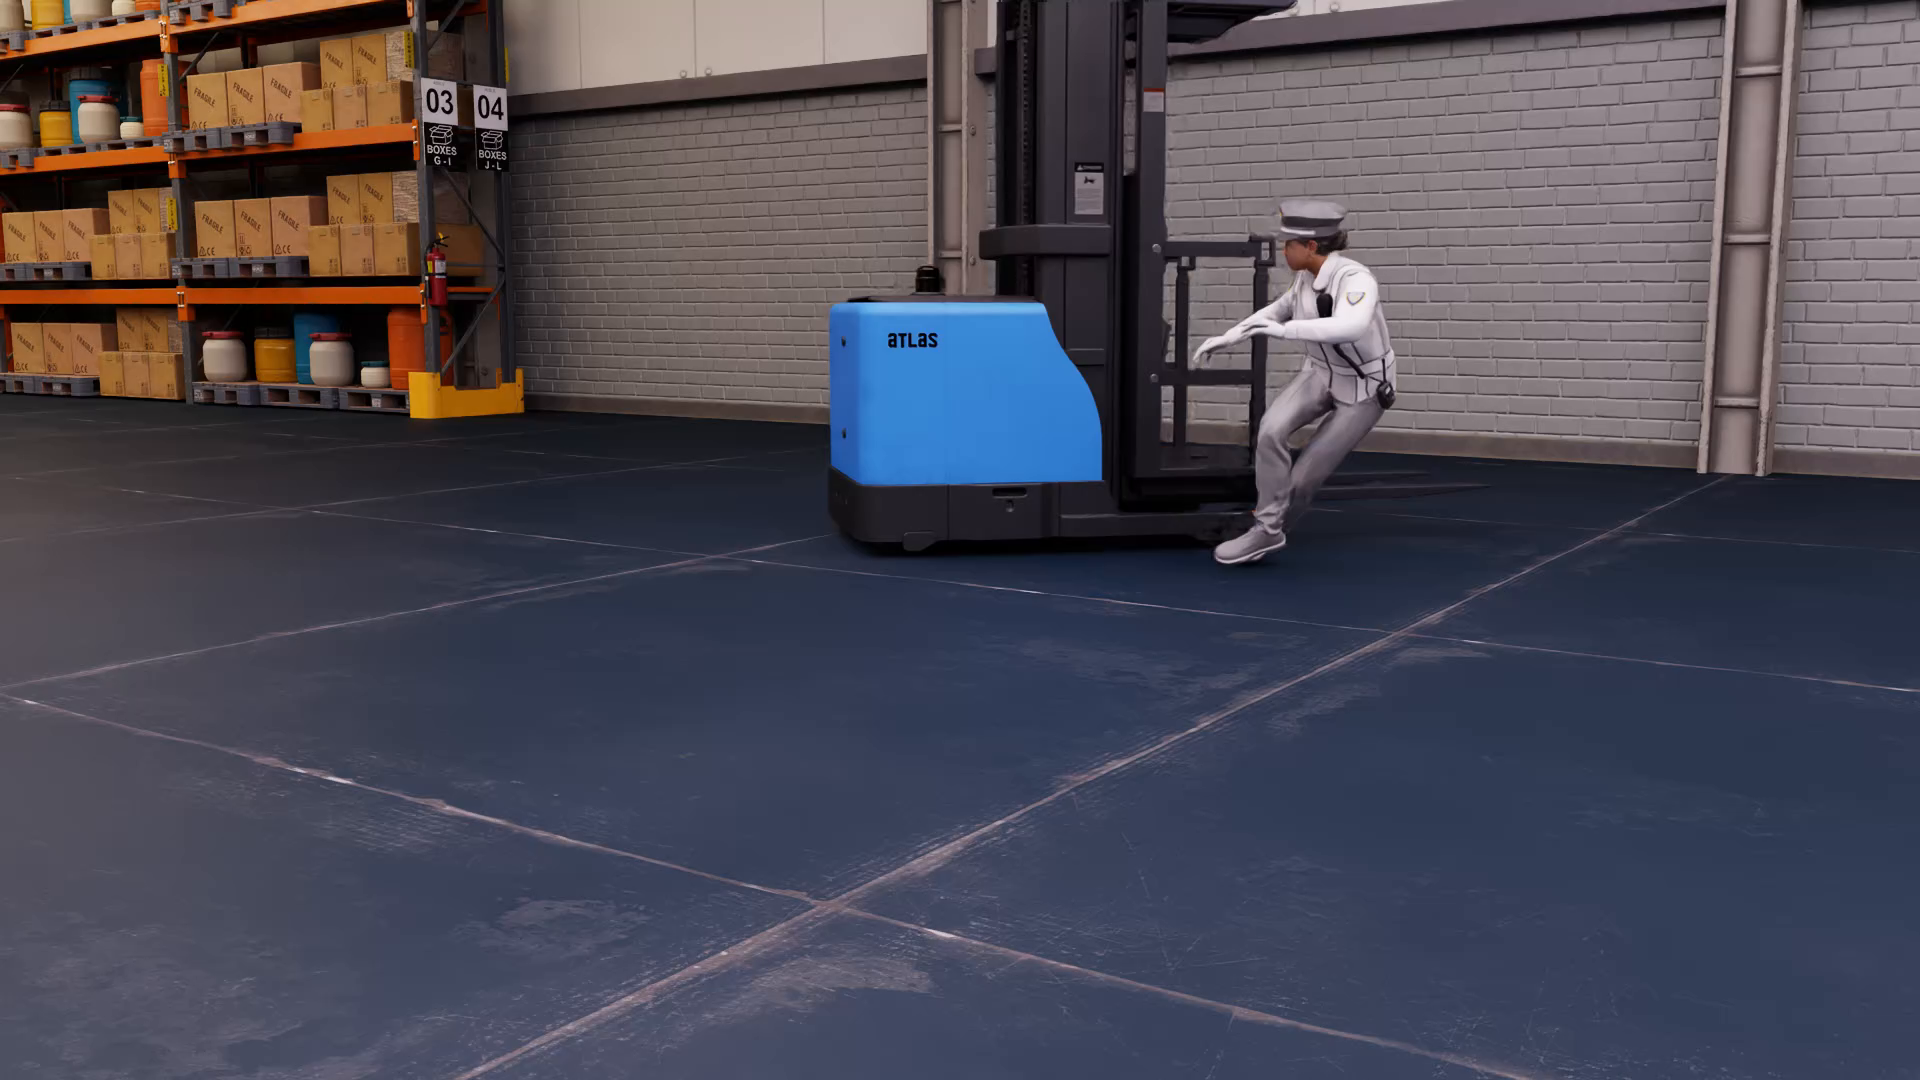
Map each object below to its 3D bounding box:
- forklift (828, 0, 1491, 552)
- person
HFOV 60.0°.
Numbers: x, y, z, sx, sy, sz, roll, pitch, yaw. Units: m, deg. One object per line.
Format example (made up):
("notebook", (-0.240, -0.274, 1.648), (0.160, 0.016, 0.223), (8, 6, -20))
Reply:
("forklift", (0.947, -1.484, 7.627), (3.031, 2.935, 1.130), (-2, 8, -12))
("person", (1.242, -0.568, 6.365), (0.838, 1.429, 0.916), (-8, 11, -43))
